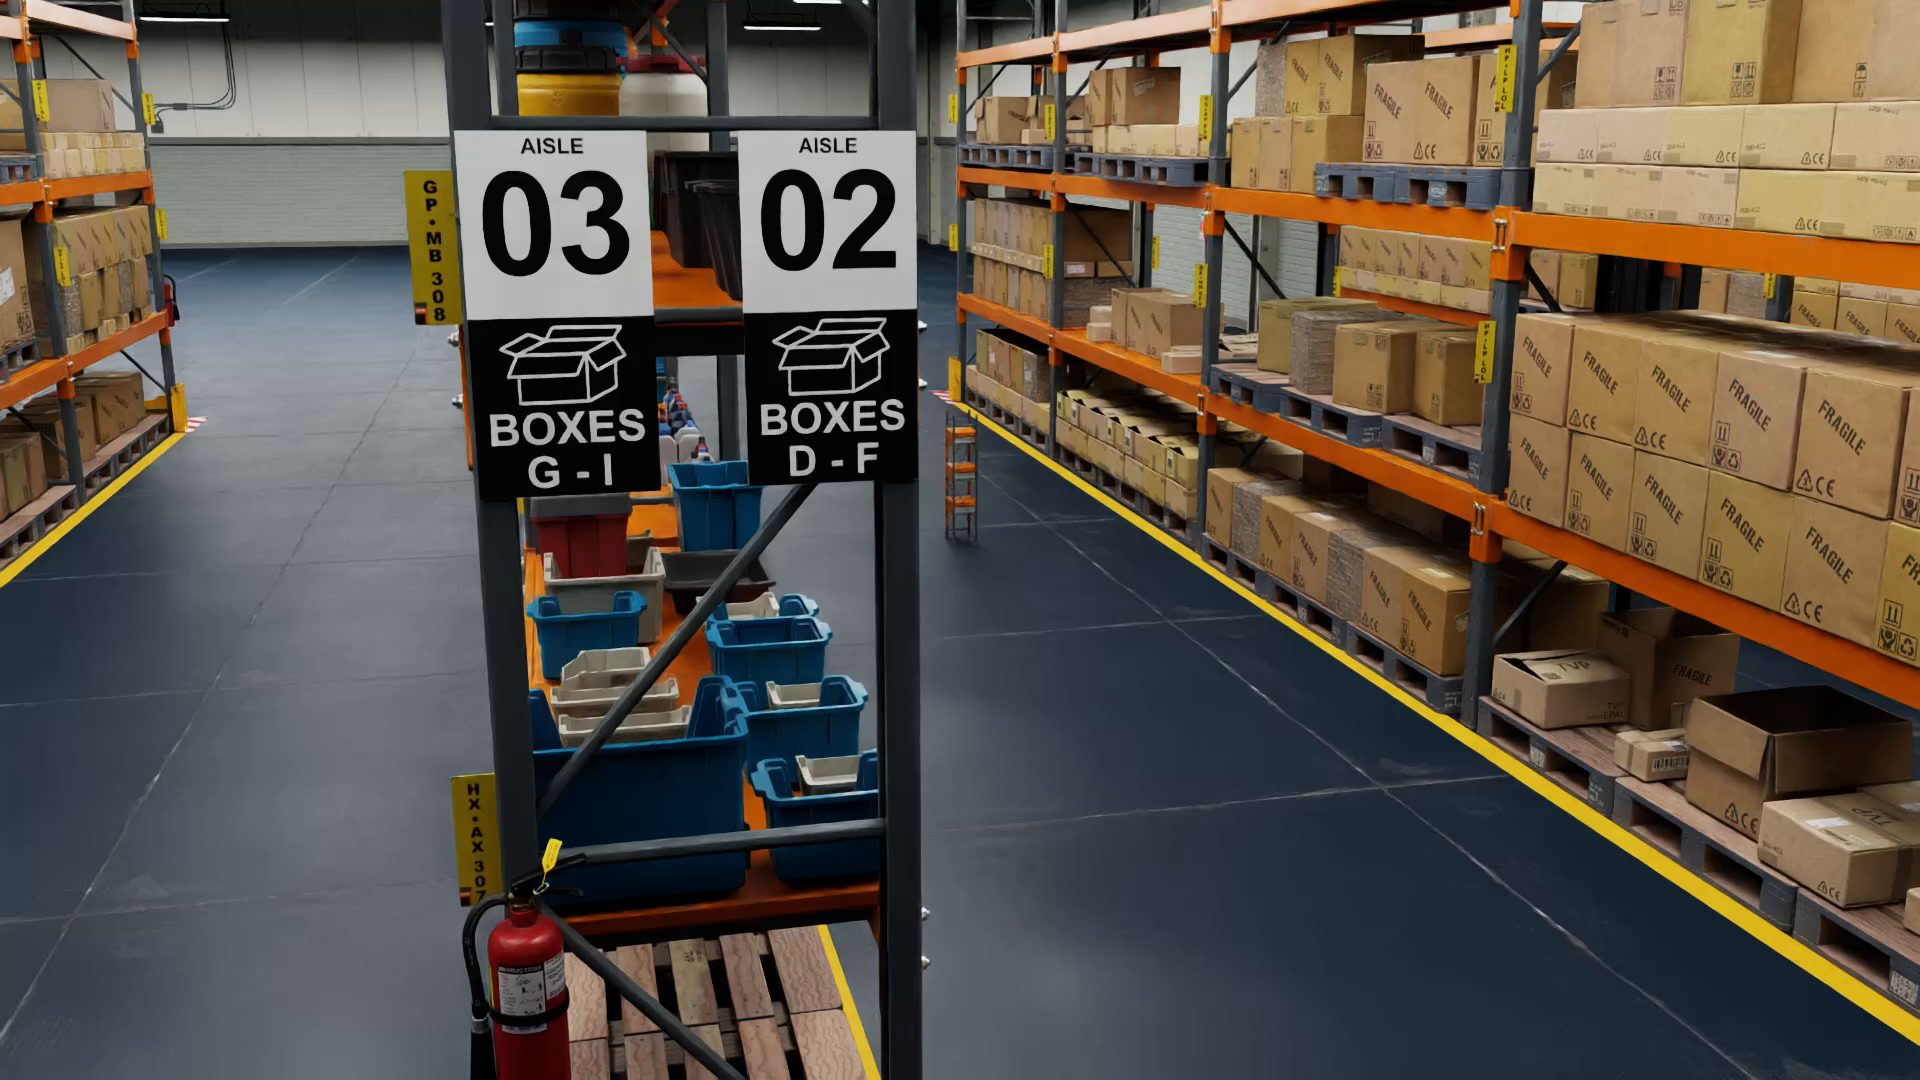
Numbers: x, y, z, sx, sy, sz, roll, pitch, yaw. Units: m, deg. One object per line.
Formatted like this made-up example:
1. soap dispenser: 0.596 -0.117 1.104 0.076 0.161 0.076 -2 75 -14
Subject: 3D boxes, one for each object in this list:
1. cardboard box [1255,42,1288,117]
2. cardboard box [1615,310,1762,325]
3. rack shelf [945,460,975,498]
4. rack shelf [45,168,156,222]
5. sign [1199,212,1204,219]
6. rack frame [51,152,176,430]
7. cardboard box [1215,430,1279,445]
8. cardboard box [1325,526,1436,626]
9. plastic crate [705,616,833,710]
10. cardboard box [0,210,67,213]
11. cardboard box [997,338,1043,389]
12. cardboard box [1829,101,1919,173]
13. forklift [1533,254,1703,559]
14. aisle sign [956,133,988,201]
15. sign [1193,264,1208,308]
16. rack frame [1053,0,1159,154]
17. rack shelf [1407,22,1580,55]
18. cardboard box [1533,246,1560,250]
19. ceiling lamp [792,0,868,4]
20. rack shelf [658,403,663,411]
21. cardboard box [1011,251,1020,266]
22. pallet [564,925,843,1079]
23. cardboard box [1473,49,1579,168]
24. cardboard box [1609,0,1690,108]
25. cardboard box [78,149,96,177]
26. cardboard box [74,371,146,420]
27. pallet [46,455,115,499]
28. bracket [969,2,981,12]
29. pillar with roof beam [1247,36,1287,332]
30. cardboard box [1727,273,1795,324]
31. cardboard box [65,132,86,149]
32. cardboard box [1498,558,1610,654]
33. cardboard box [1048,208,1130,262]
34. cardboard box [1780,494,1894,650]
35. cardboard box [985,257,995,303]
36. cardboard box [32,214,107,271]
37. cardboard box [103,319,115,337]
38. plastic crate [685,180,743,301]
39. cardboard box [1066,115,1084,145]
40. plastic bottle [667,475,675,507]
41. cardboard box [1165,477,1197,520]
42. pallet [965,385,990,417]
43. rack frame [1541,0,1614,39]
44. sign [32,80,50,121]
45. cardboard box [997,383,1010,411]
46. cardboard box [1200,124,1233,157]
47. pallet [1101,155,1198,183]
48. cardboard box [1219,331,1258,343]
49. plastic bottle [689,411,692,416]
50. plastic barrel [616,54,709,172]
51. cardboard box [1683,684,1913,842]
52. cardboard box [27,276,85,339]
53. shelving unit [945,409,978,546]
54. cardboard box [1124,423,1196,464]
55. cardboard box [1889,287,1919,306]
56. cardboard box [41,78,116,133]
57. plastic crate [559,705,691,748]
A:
1. cardboard box: 2.437 -3.264 11.829 0.500 0.500 0.500 -3 14 -13
2. cardboard box: 3.651 -0.883 8.403 0.500 0.500 0.500 -3 14 -13
3. rack shelf: 0.013 -0.487 13.254 0.215 0.259 0.240 -3 14 -13
4. rack shelf: -8.698 -3.314 15.867 1.077 0.370 4.000 -3 14 -13
5. sign: 4.292 -5.746 29.433 0.001 0.109 0.331 -3 14 -13
6. rack frame: -9.168 -2.668 18.026 1.000 3.000 0.127 -3 14 -13
7. cardboard box: 2.372 -0.772 13.994 0.500 0.311 0.500 -4 14 -15
8. cardboard box: 2.661 0.222 10.539 0.500 0.500 0.500 -3 14 -12
9. plastic crate: -0.643 0.420 5.612 0.416 0.233 0.300 -3 14 -13
10. cardboard box: -9.074 -2.973 16.333 0.500 0.500 0.500 -3 14 -13
11. cardboard box: 0.722 -1.969 18.496 0.500 0.500 0.500 -3 14 -13
12. cardboard box: 3.620 -1.490 6.149 0.500 0.250 0.500 -3 14 -13
13. forklift: 5.433 -1.210 12.204 3.031 2.935 1.130 2 14 9
14. aisle sign: 0.149 -4.480 19.966 0.394 0.787 0.004 -3 14 -13
15. sign: 1.802 -1.904 12.461 0.100 0.325 0.005 -3 14 -13
16. rack frame: 1.402 -5.211 15.794 1.000 3.000 0.127 -3 14 -13
17. rack shelf: 5.746 -5.598 18.902 1.077 0.370 4.000 -3 14 -13
18. cardboard box: 6.309 -2.994 18.057 0.500 0.500 0.500 -4 14 -14
19. ceiling lamp: -2.539 -12.784 34.493 2.000 3.185 0.800 -3 14 -13
20. rack shelf: -2.944 -1.210 13.576 1.077 0.370 4.000 -3 14 -13
21. cardboard box: 0.768 -3.065 18.074 0.380 0.149 0.250 -3 14 -11
22. pallet: -1.035 1.629 6.316 1.003 0.211 1.213 -3 14 -13
23. cardboard box: 3.234 -2.329 9.015 0.600 0.600 0.600 -5 14 -19
24. cardboard box: 3.411 -2.209 7.510 0.700 0.500 0.500 -3 14 -13
25. cardboard box: -8.321 -3.484 15.364 0.500 0.250 0.500 -4 14 -15
26. cardboard box: -9.037 -1.512 17.680 0.500 0.500 0.500 -1 14 -3
27. pallet: -8.421 -0.543 15.206 1.003 0.211 1.213 -3 14 -13
28. bracket: 0.398 -13.467 42.003 0.235 0.232 0.430 -3 14 -13
29. pillar with roof beam: 0.688 -7.441 24.924 9.100 9.000 0.400 -3 14 -13
30. cardboard box: 7.035 -2.021 14.240 0.700 0.500 0.500 -5 15 -20
31. cardboard box: -8.254 -3.657 15.231 0.380 0.149 0.250 -4 14 -14
32. cardboard box: 3.404 0.425 9.708 0.500 0.500 0.500 -4 14 -16
33. cardboard box: 1.291 -3.077 16.757 0.700 0.500 0.500 -3 14 -13
34. cardboard box: 3.613 0.100 6.485 0.500 0.500 0.500 -3 14 -13
35. cardboard box: 0.687 -3.038 19.332 0.700 0.500 0.500 -3 14 -12
36. cardboard box: -8.323 -2.772 15.510 0.500 0.500 0.500 -3 14 -13
37. cardboard box: -8.352 -2.035 15.964 0.380 0.149 0.250 -3 14 -13
38. plastic crate: -0.415 -0.751 4.135 0.497 0.269 0.590 -3 14 -13
39. cardboard box: 1.413 -4.238 17.139 0.500 0.311 0.500 -4 14 -16
40. plastic bottle: -1.476 -0.280 8.672 0.097 0.201 0.097 0 14 0
41. cardboard box: 1.980 -0.350 13.446 0.500 0.250 0.500 -3 14 -12
42. pallet: 0.683 -1.690 19.901 1.003 0.211 1.213 -3 14 -13
43. rack frame: 6.216 -5.488 16.927 1.000 3.000 0.127 -3 14 -13
44. sign: -7.690 -3.676 13.915 0.100 0.325 0.005 -3 14 -13
45. cardboard box: 0.723 -1.605 18.585 0.500 0.250 0.500 -3 14 -13
46. cardboard box: 2.180 -3.063 12.756 0.500 0.250 0.500 -4 14 -17
47. pallet: 1.829 -3.148 14.071 1.003 0.211 1.213 -3 14 -11
48. cardboard box: 2.319 -1.547 13.628 0.500 0.311 0.500 -3 14 -14
49. plastic bottle: -1.622 -0.635 9.952 0.061 0.283 0.133 -3 14 -13
50. plastic barrel: -1.415 -2.038 7.957 0.433 0.535 0.433 0 14 0
51. cardboard box: 3.727 0.981 7.423 0.797 0.503 0.637 -3 14 -13
52. cardboard box: -8.274 -2.045 14.641 0.875 0.500 0.500 -3 14 -13
53. shelving unit: 0.013 -0.498 13.252 0.215 1.050 0.252 -3 14 -13
54. cardboard box: 1.735 -0.857 14.344 0.500 0.311 0.500 -3 14 -14
55. cardboard box: 7.260 -1.859 12.258 0.500 0.250 0.500 -3 14 -13
56. cardboard box: -8.558 -4.217 16.158 0.500 0.500 0.500 -3 14 -13
57. plastic crate: -1.017 0.601 5.078 0.396 0.136 0.243 -3 14 -13
